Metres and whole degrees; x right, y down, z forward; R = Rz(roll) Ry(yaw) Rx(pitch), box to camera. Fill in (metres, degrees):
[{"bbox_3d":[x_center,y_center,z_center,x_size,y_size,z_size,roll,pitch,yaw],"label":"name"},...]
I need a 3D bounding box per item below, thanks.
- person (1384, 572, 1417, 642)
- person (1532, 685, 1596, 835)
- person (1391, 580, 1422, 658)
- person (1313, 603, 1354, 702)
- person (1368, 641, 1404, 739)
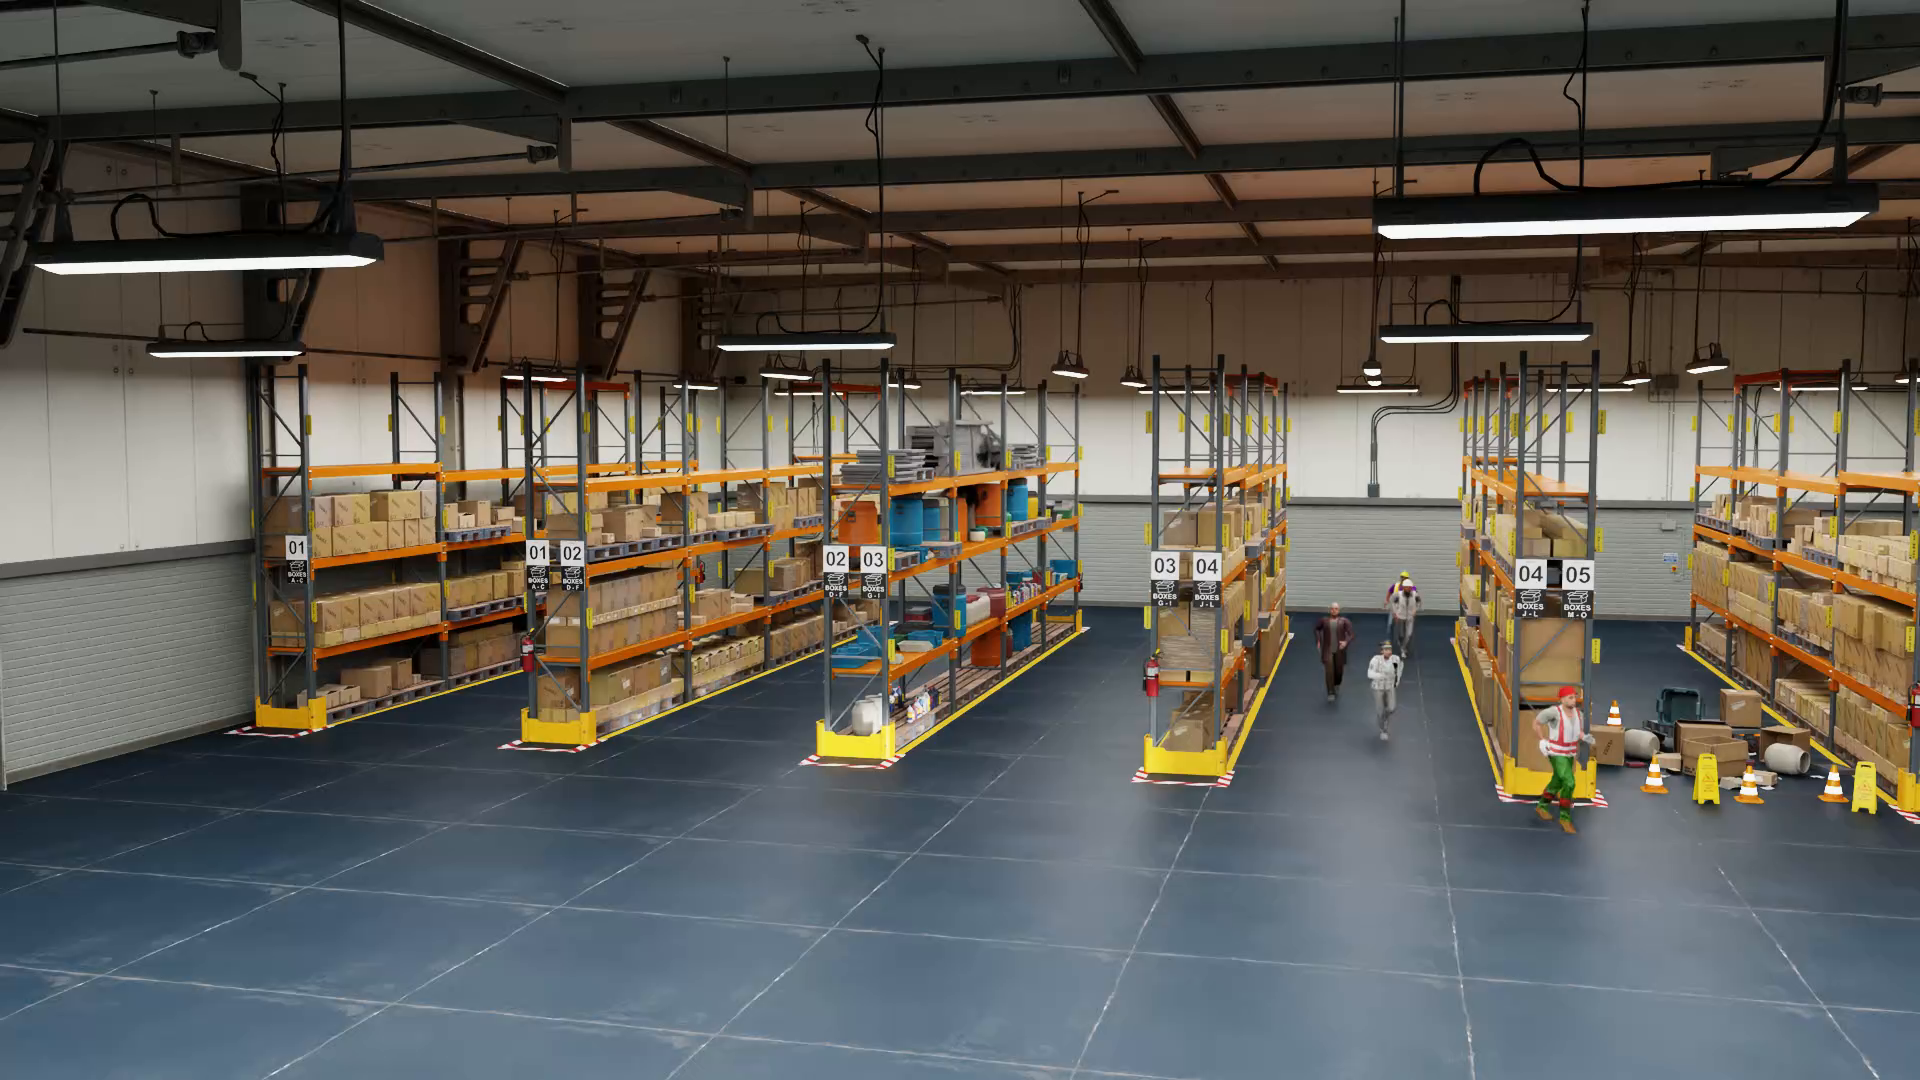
[{"bbox_3d":[9.943,1.564,37.490,0.750,1.724,0.832,3,5,33],"label":"person"},{"bbox_3d":[7.468,2.695,20.637,0.576,1.824,0.877,-2,4,-28],"label":"person"},{"bbox_3d":[9.654,1.690,35.998,0.659,1.719,0.836,0,4,4],"label":"person"},{"bbox_3d":[6.812,2.022,30.326,0.732,1.765,0.980,1,4,13],"label":"person"},{"bbox_3d":[6.753,2.378,26.338,0.601,1.625,0.708,0,4,5],"label":"person"}]
